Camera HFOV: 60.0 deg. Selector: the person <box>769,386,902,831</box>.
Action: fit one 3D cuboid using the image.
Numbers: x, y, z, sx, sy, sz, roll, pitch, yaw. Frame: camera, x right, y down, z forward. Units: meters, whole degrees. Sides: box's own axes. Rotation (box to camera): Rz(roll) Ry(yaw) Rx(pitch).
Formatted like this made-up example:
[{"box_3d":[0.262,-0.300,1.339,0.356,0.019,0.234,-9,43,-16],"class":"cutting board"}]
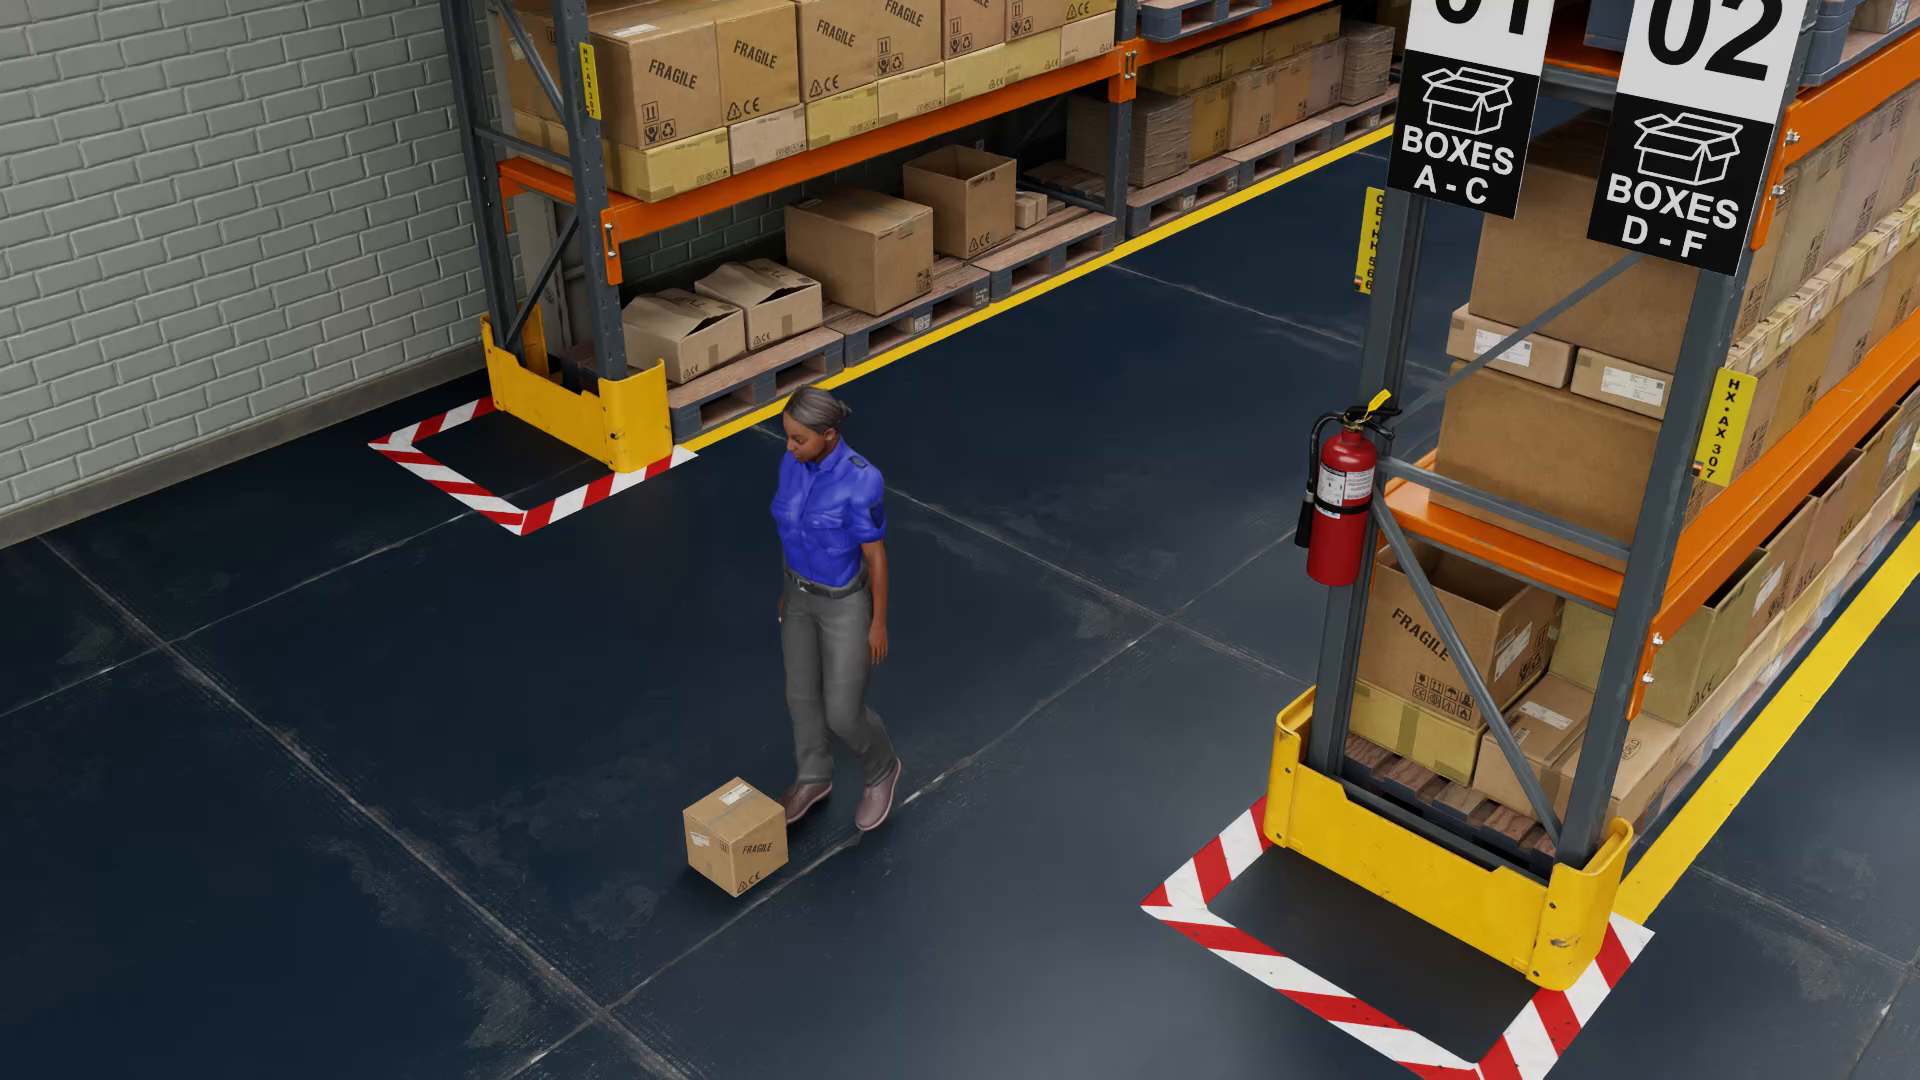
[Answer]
[{"box_3d":[-0.487,0.267,5.687,0.485,1.689,0.455,23,38,32],"class":"person"}]
